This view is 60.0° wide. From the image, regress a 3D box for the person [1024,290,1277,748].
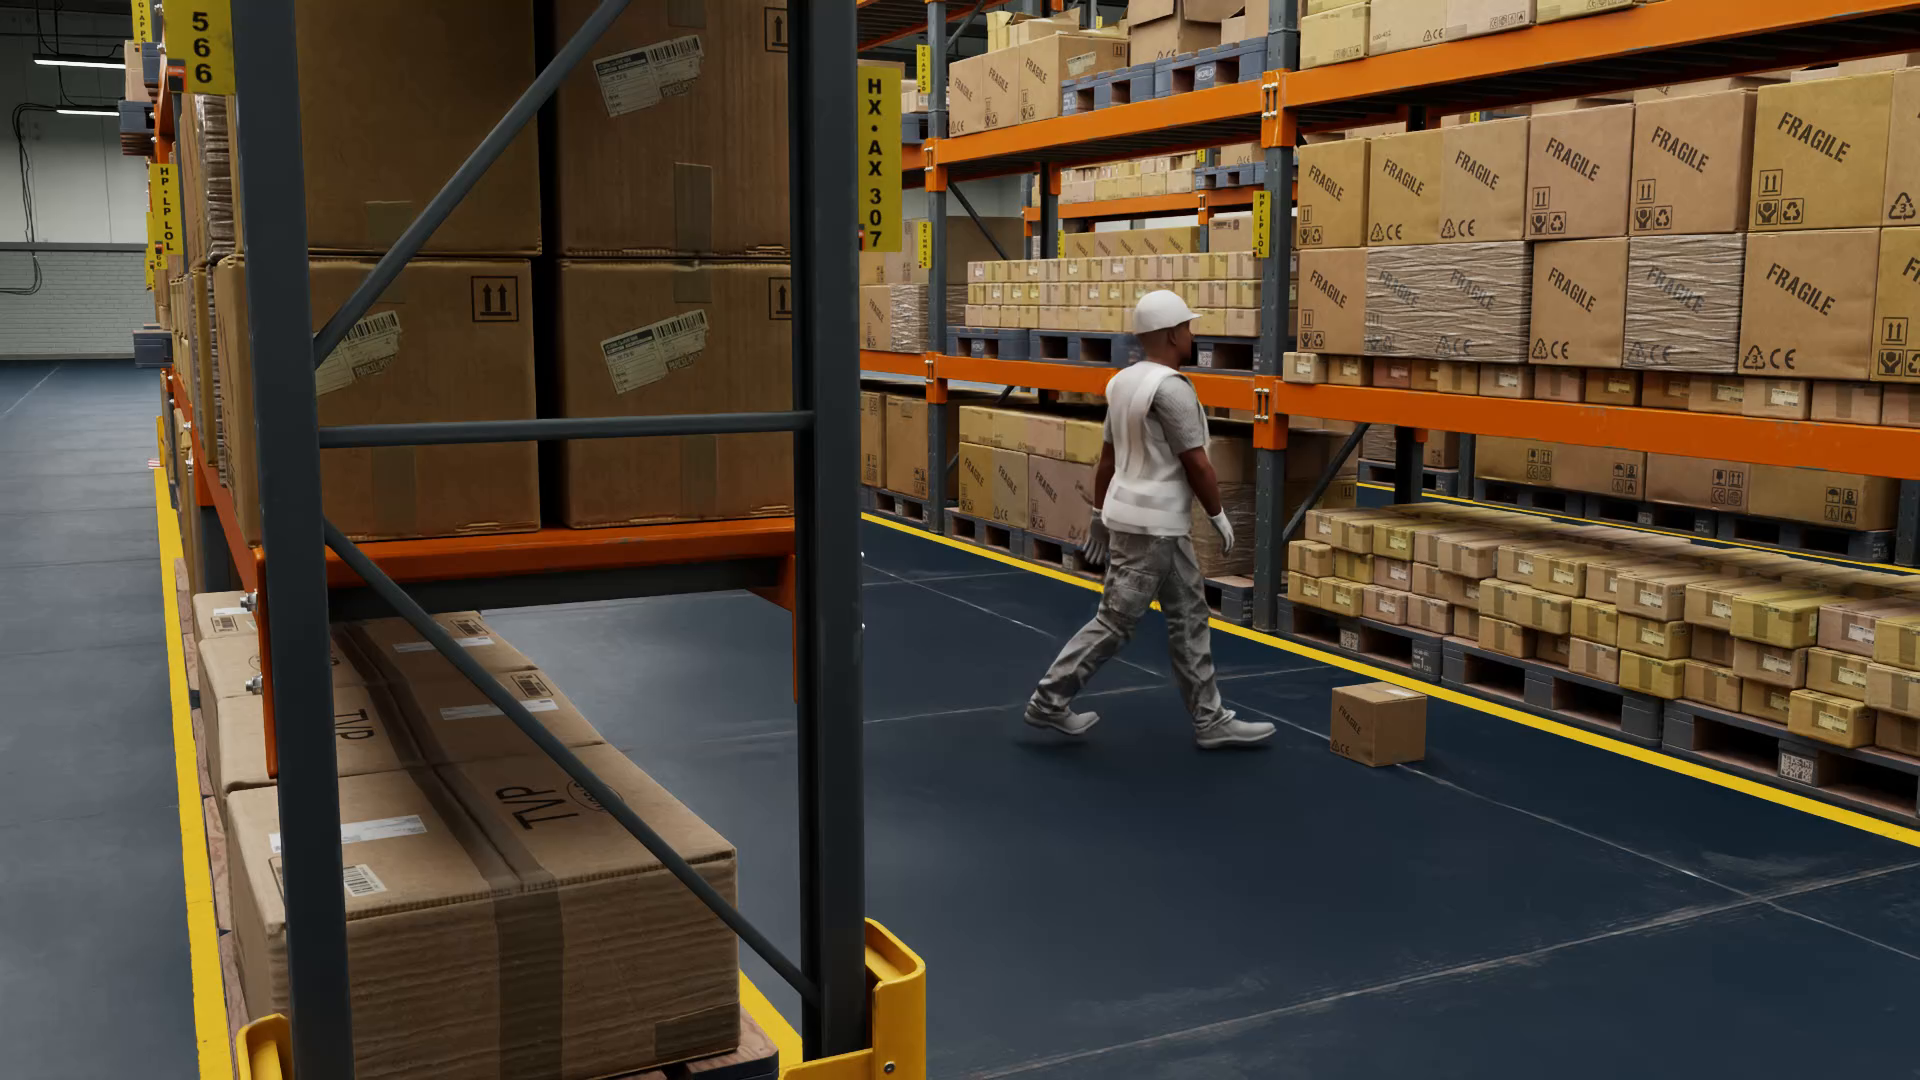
[{"bbox_3d":[0.731,-0.061,6.257,0.974,1.741,0.532,0,8,2],"label":"person"}]
